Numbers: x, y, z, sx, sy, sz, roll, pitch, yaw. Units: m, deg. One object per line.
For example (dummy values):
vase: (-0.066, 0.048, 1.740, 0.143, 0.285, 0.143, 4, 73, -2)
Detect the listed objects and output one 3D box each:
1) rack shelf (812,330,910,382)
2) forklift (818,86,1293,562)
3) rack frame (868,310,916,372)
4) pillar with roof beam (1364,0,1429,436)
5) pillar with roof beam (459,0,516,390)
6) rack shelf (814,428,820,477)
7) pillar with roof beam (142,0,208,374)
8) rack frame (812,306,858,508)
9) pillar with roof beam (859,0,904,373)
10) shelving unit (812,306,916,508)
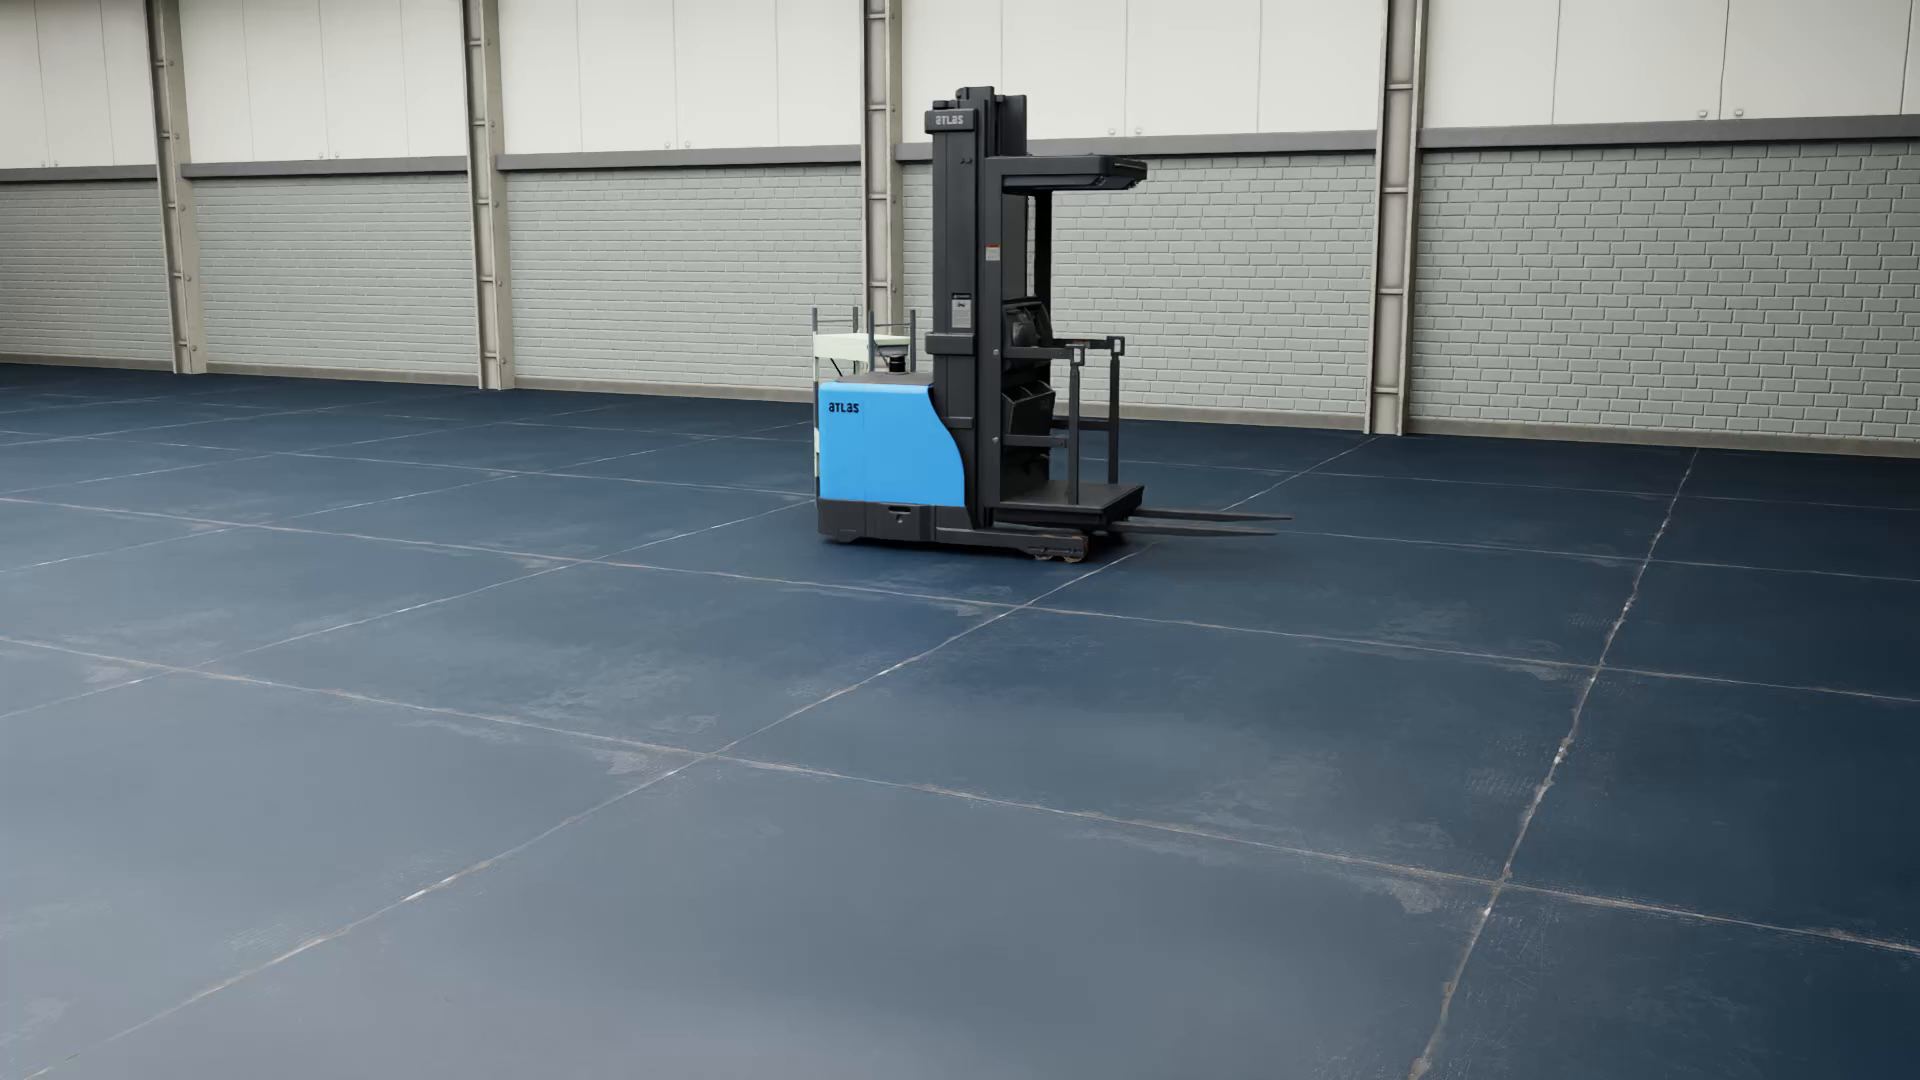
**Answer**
rack shelf: (-0.709, -1.336, 12.212, 0.431, 0.370, 0.720, -8, 13, -37)
forklift: (0.626, -1.408, 10.779, 3.031, 2.935, 1.130, 4, 11, 19)
rack frame: (-0.484, -0.901, 11.997, 0.400, 1.500, 0.023, -8, 13, -37)
pillar with roof beam: (2.558, -4.861, 12.821, 0.400, 9.000, 9.100, 5, 11, 26)
pillar with roof beam: (-8.203, -5.807, 18.046, 0.400, 9.000, 9.100, 5, 11, 26)
rack shelf: (-0.709, -0.632, 12.340, 0.431, 0.370, 0.720, -8, 13, -37)
pillar with roof beam: (-13.584, -6.279, 20.659, 0.400, 9.000, 9.100, 5, 11, 26)
rack frame: (-0.933, -1.004, 12.566, 0.400, 1.500, 0.023, -8, 13, -37)
pillar with roof beam: (-2.823, -5.334, 15.434, 0.400, 9.000, 9.100, 5, 11, 26)
shelving unit: (-0.709, -0.952, 12.281, 0.431, 1.500, 0.755, -8, 13, -37)
